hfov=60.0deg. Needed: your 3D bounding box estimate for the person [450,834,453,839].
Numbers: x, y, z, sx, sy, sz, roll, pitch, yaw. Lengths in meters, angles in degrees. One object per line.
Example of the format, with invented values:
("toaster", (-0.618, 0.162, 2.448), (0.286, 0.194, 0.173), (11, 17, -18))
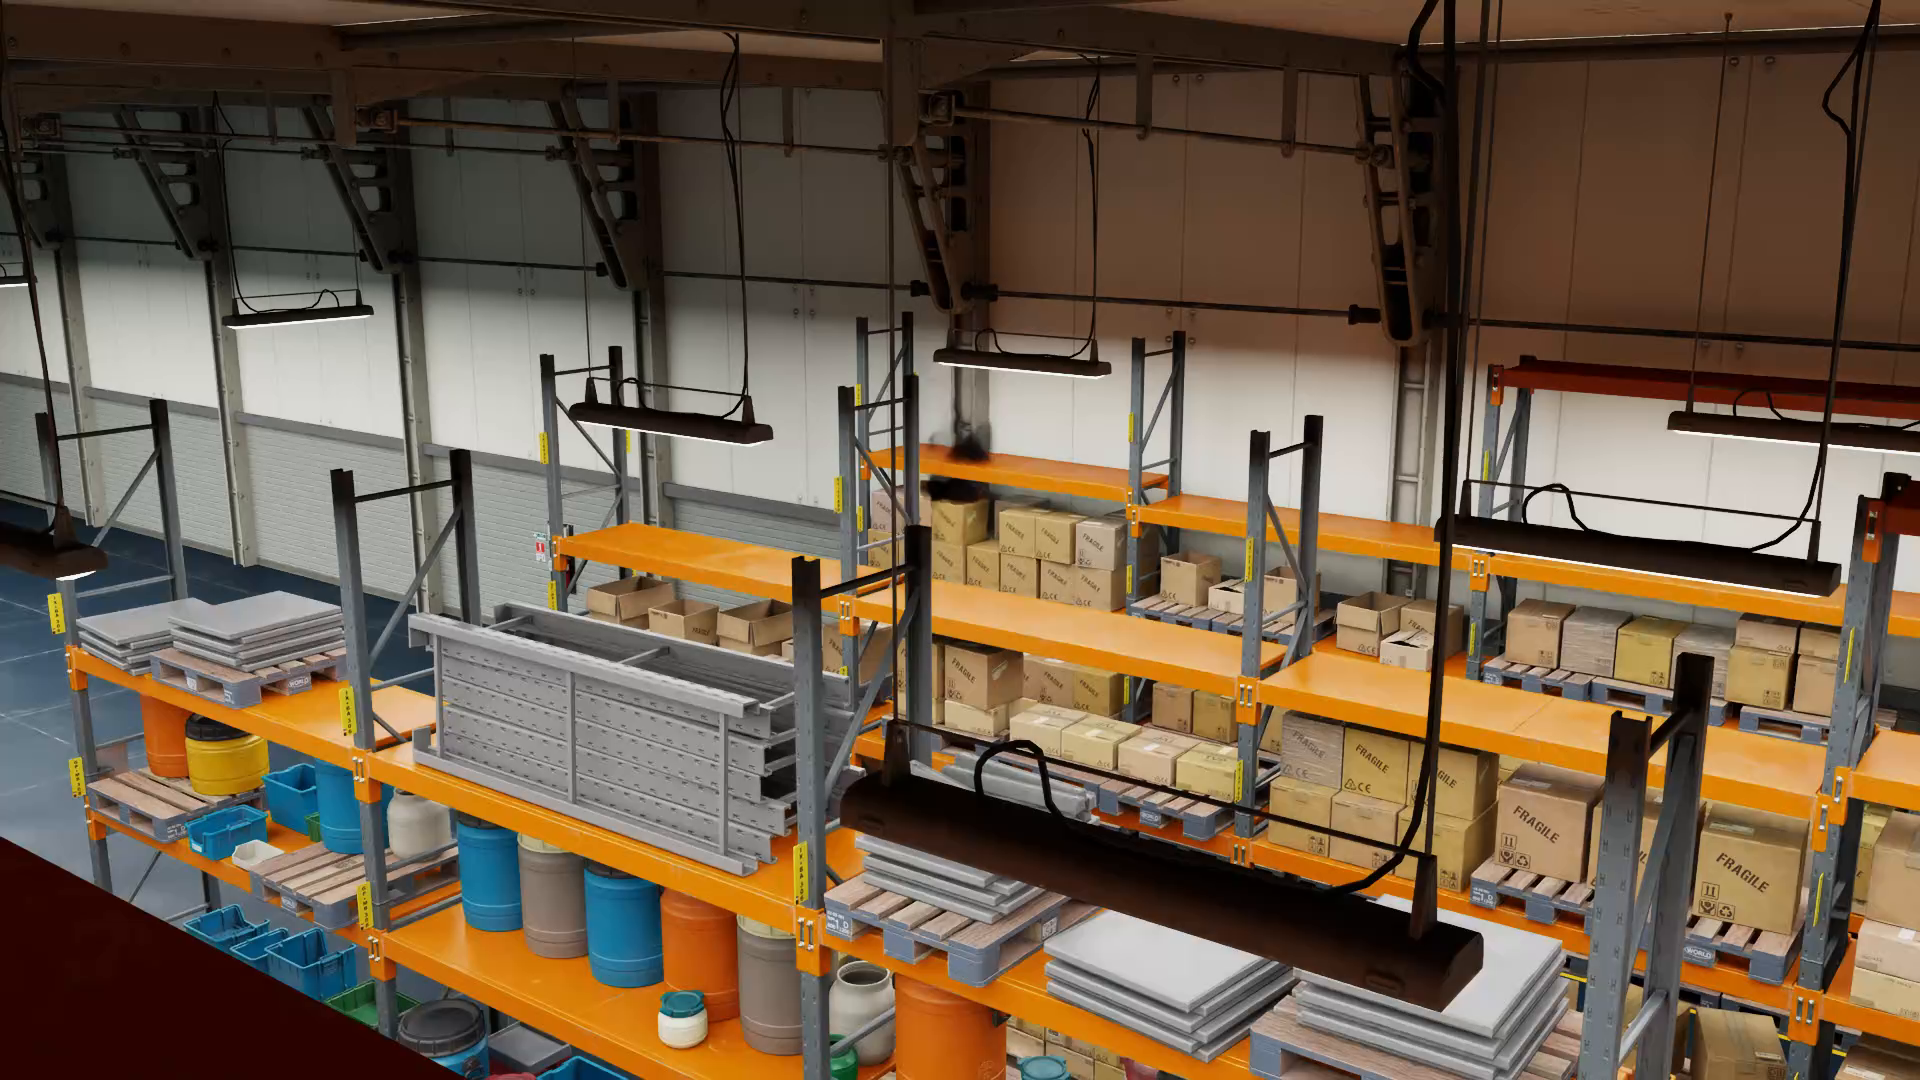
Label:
("person", (-6.053, 2.840, 18.767), (0.732, 1.665, 0.666), (-5, 14, -21))
